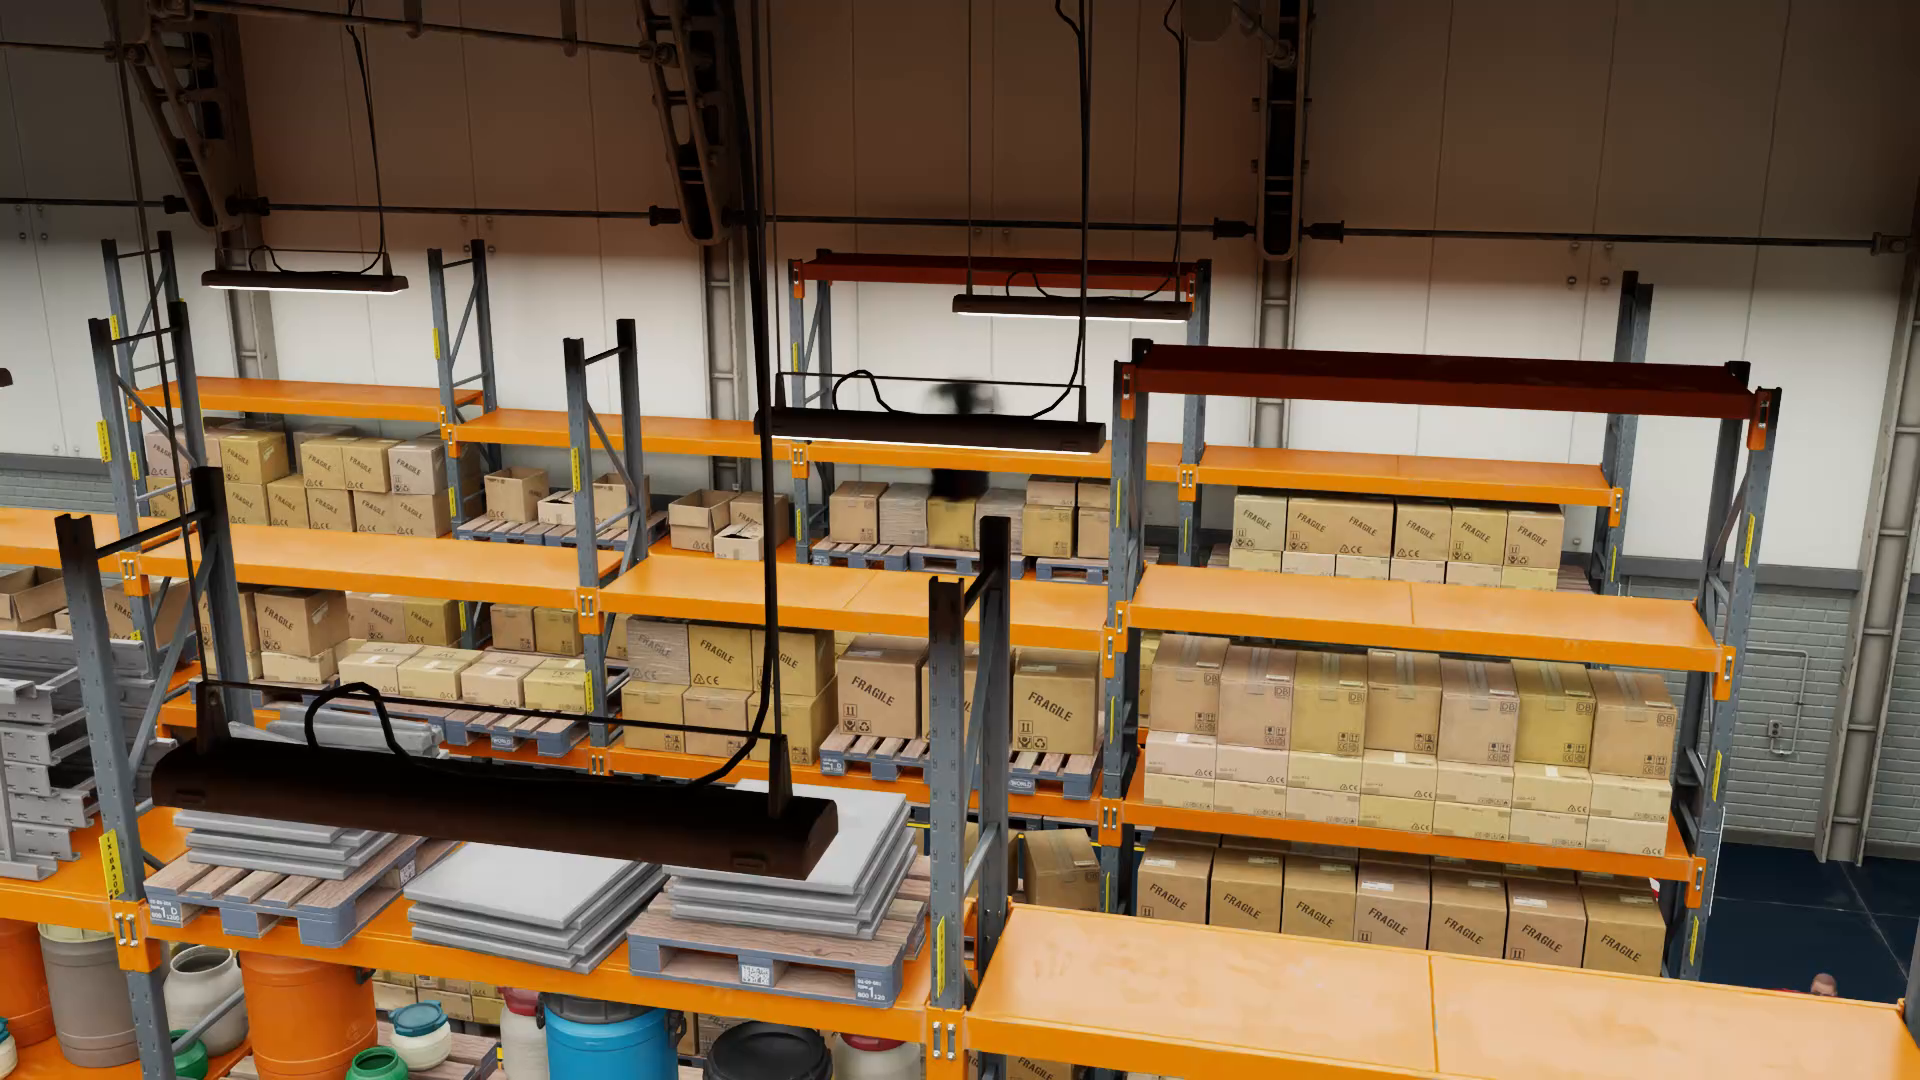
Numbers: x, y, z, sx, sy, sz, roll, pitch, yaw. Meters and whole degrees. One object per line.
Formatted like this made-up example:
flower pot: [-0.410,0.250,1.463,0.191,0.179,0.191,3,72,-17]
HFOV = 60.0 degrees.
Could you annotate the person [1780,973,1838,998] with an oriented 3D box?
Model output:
person: [6.204,3.854,12.212,0.652,1.731,0.787,5,17,18]
